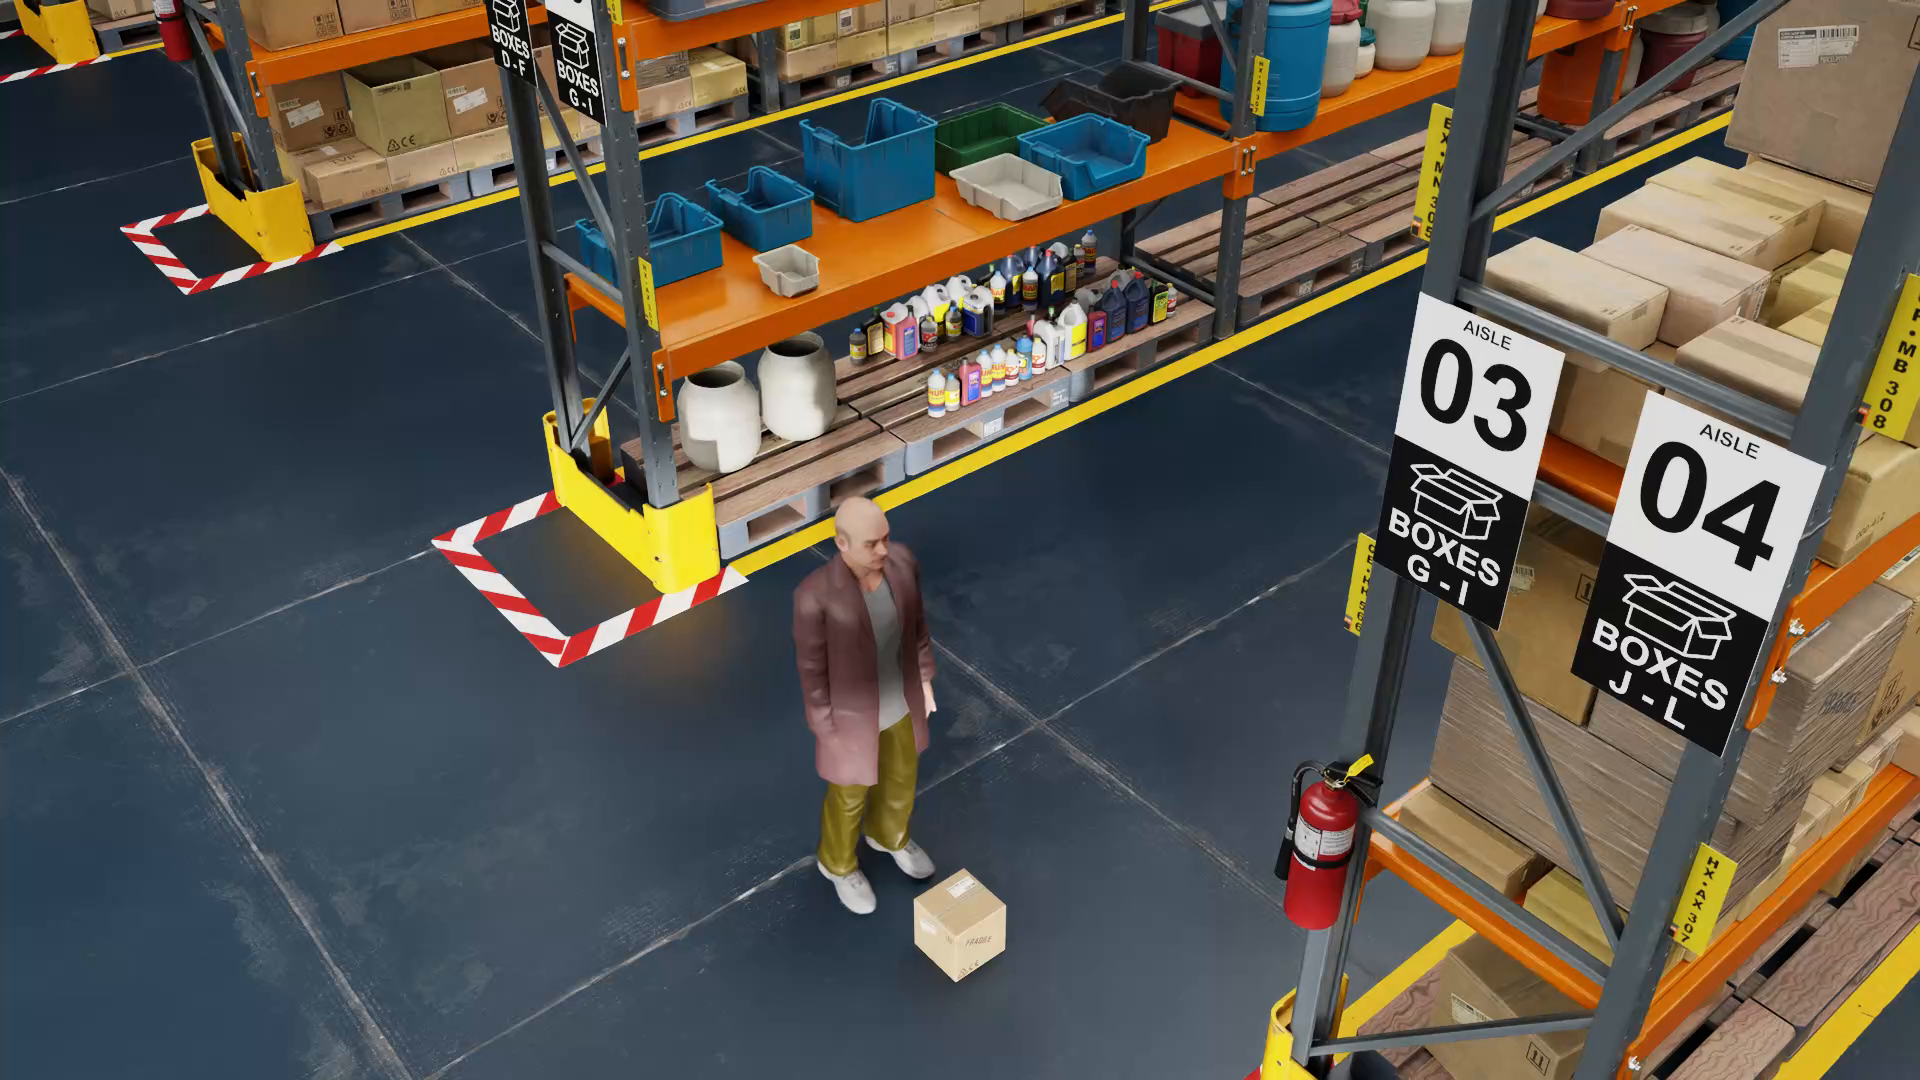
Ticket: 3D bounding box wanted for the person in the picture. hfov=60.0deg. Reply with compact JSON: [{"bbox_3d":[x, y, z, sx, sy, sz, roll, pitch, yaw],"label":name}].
[{"bbox_3d":[-0.325,0.610,6.240,0.563,1.781,0.379,-25,42,-31],"label":"person"}]
